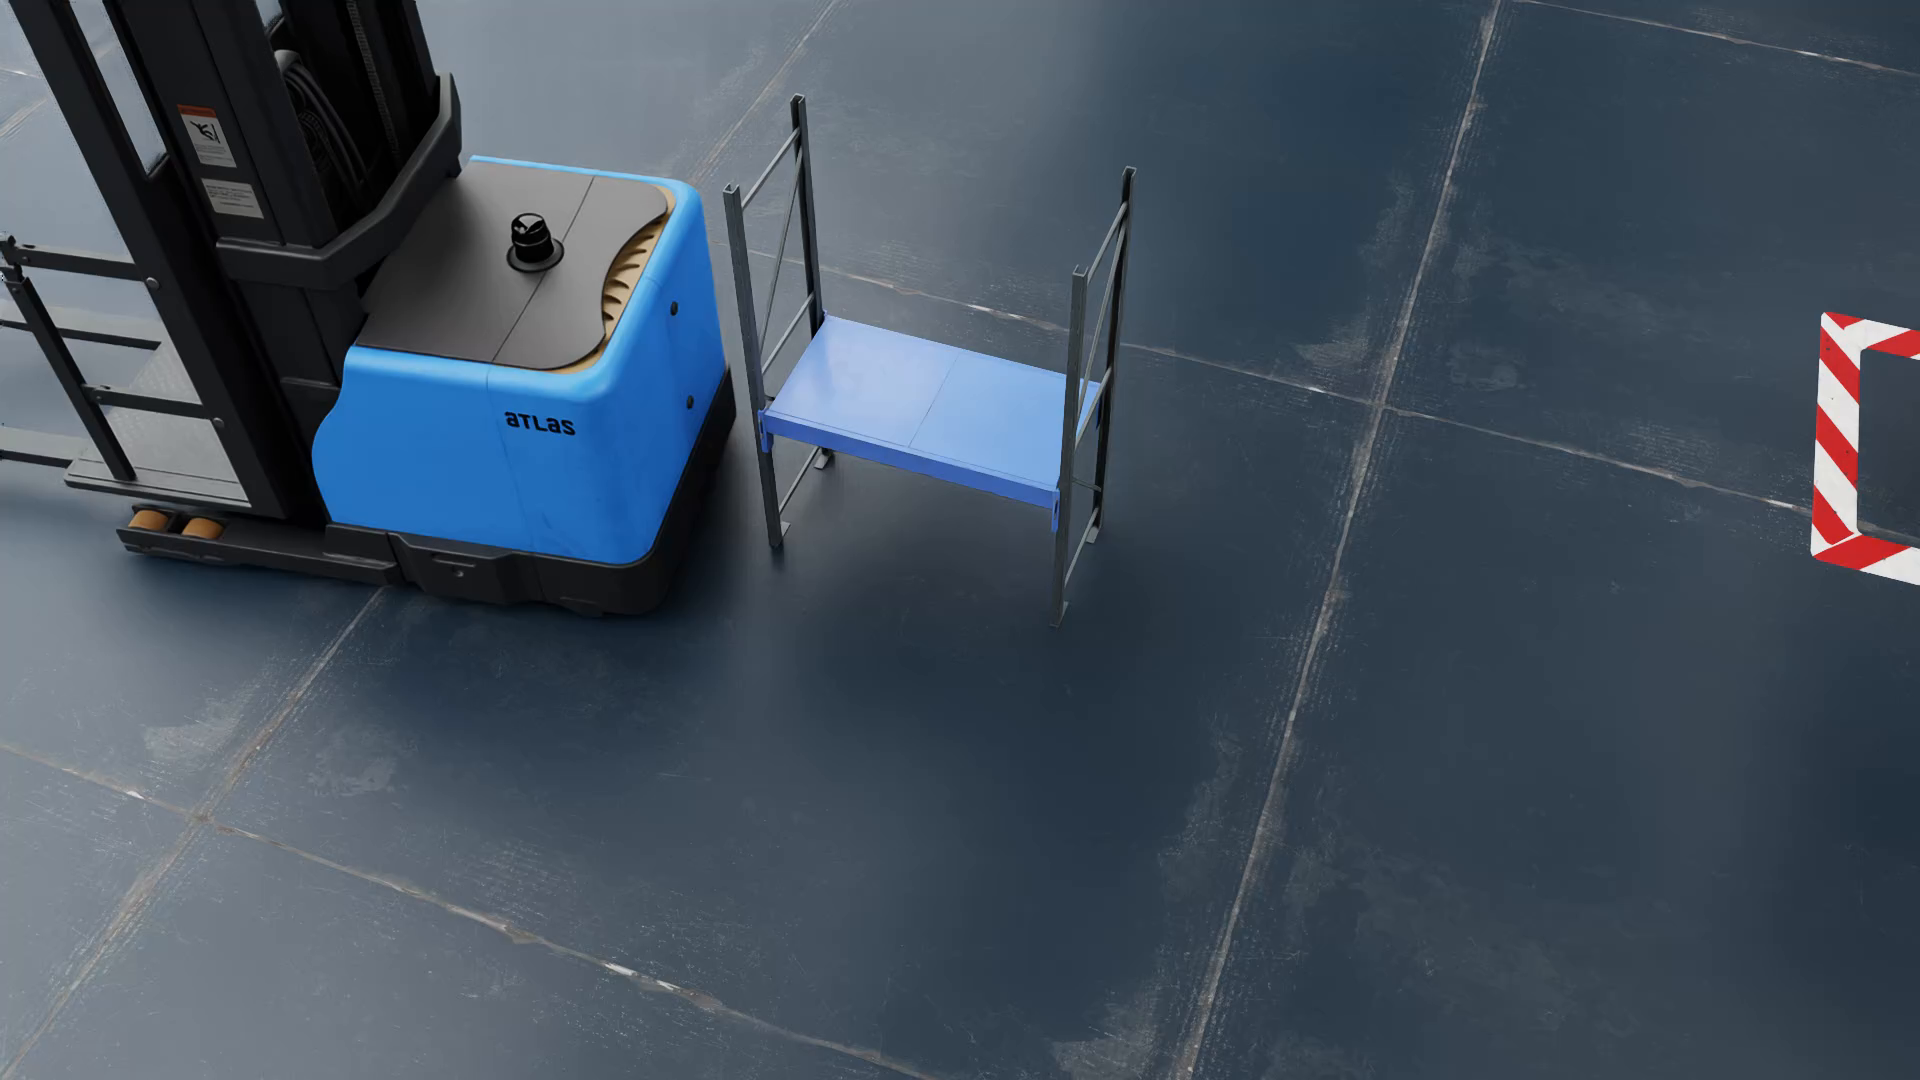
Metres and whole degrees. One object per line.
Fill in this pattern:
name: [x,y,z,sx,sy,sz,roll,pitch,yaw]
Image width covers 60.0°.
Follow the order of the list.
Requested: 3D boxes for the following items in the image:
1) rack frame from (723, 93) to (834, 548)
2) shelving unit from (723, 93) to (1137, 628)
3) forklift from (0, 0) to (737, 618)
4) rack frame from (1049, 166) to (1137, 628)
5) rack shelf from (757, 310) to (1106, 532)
rack frame: [-0.557,-0.647,5.318,0.032,1.500,0.500,16,51,13]
shelving unit: [-0.080,-0.514,5.203,1.048,1.500,0.538,16,51,13]
forklift: [-2.381,-1.260,4.902,3.031,2.935,1.130,8,50,7]
rack frame: [0.397,-0.380,5.087,0.032,1.500,0.500,16,51,13]
rack shelf: [-0.080,-0.396,5.339,1.000,0.185,0.538,16,51,13]
